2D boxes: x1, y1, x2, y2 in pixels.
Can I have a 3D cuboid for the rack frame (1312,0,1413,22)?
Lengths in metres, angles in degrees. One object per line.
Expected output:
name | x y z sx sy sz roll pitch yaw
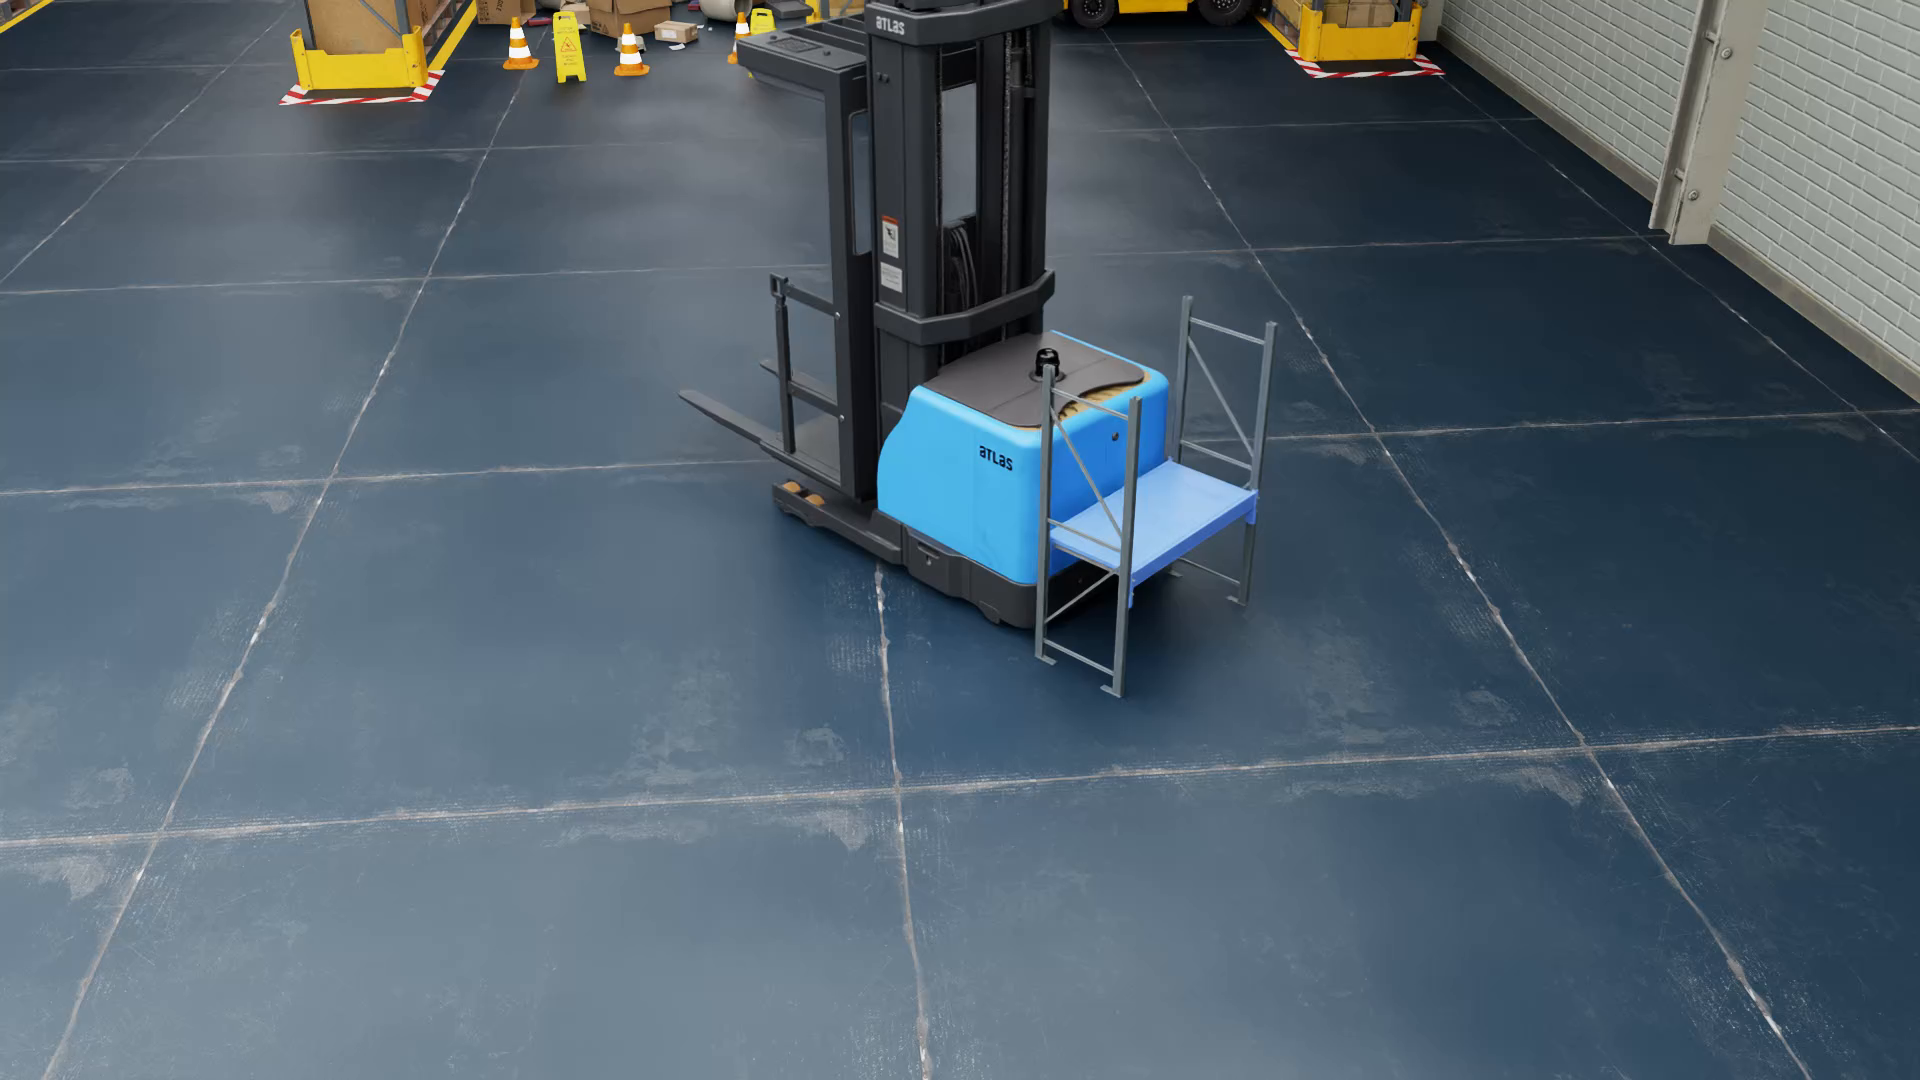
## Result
rack frame | 4.070 -6.272 16.325 1.000 3.000 0.127 -3 31 -5

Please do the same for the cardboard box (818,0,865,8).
cardboard box | -1.206 -5.750 16.993 0.500 0.500 0.500 -3 31 -4

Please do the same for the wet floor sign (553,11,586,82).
wet floor sign | -3.817 -4.813 16.178 0.267 0.644 0.232 -8 32 -13

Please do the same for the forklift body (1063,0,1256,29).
forklift body | 2.076 -6.788 18.017 2.313 2.155 1.214 -3 31 -5

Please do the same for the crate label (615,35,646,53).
crate label | -3.405 -5.132 17.209 0.250 0.136 0.298 -20 36 -30

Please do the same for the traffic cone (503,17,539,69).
traffic cone | -4.426 -4.993 16.658 0.336 0.463 0.334 -3 31 -5

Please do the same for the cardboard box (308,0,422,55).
cardboard box | -5.920 -5.354 16.452 0.875 0.875 0.875 -3 31 -4

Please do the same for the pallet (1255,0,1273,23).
pallet | 3.846 -6.085 18.731 1.003 0.211 1.213 -3 31 -5

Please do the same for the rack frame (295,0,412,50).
rack frame | -5.791 -5.743 15.440 1.000 3.000 0.127 -3 31 -5

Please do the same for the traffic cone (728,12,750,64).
traffic cone | -2.196 -5.101 16.838 0.336 0.463 0.334 -3 31 -5

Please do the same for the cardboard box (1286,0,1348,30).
cardboard box | 3.711 -5.496 17.299 0.500 0.250 0.500 -3 31 -4

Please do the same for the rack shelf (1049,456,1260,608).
rack shelf | 0.889 -0.055 7.730 0.538 0.185 1.000 25 39 35

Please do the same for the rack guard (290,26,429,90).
rack guard | -5.788 -4.658 16.061 1.175 0.500 0.348 -3 31 -5

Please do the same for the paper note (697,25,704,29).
paper note | -2.872 -5.581 18.074 0.148 0.019 0.142 8 32 13

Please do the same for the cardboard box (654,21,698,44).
cardboard box | -3.005 -5.380 17.612 0.380 0.149 0.250 13 33 21

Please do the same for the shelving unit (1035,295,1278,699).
shelving unit | 0.889 -0.209 7.638 0.538 1.500 1.048 25 39 35

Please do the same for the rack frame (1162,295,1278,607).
rack frame | 1.228 -0.403 7.963 0.500 1.500 0.032 25 39 35

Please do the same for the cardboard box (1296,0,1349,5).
cardboard box | 3.713 -5.720 17.185 0.500 0.250 0.500 -3 31 -5

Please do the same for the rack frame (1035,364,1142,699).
rack frame | 0.549 -0.015 7.313 0.500 1.500 0.032 25 39 35

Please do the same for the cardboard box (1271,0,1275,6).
cardboard box | 3.637 -6.007 18.153 0.500 0.250 0.500 -2 31 -4

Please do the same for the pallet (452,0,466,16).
pallet | -6.171 -6.196 18.918 1.003 0.211 1.213 -3 31 -5

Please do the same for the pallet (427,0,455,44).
pallet | -6.054 -5.572 17.873 1.003 0.211 1.213 -3 31 -5

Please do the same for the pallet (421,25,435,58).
pallet | -5.943 -4.951 16.832 1.003 0.211 1.213 -3 31 -5

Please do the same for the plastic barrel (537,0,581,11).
plastic barrel | -4.531 -6.174 18.673 0.512 0.421 0.421 20 36 29

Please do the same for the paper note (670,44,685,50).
paper note | -2.942 -5.145 17.333 0.148 0.019 0.142 -14 33 -22

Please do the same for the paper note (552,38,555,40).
paper note | -4.243 -5.329 17.643 0.144 0.017 0.142 8 32 13

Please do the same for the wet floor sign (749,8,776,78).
wet floor sign | -1.919 -4.873 16.279 0.267 0.644 0.232 8 32 13

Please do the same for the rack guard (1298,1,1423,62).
rack guard | 4.072 -5.186 16.945 1.175 0.500 0.348 -3 31 -5

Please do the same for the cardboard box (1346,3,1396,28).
cardboard box | 4.219 -5.532 17.358 0.500 0.250 0.500 -3 31 -4

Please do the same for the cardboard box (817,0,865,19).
cardboard box | -1.217 -5.444 17.211 0.500 0.250 0.500 -3 31 -5

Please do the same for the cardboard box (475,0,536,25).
cardboard box | -4.998 -5.970 18.255 0.500 0.500 0.500 2 31 4

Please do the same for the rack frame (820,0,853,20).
rack frame | -0.872 -6.032 15.924 1.000 3.000 0.127 -3 31 -5

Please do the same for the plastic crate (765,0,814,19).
plastic crate | -1.915 -5.980 18.684 0.402 0.080 0.583 -14 33 -22

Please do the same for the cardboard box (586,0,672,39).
cardboard box | -3.556 -5.736 17.862 0.637 0.503 0.797 27 40 37

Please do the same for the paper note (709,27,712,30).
paper note | -2.703 -5.536 18.008 0.032 0.001 0.123 -3 31 -5

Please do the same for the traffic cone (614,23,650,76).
traffic cone | -3.270 -4.874 16.458 0.336 0.463 0.334 -3 31 -5

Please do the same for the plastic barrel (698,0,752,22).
plastic barrel | -2.572 -5.908 18.228 0.512 0.421 0.421 20 36 29

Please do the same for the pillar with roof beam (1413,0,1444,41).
pillar with roof beam | 0.616 -9.040 15.109 9.100 9.000 0.400 -3 31 -5

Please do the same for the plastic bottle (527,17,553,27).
plastic bottle | -4.579 -5.673 18.188 0.283 0.061 0.133 -14 33 -22

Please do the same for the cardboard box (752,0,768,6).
cardboard box | -2.500 -6.390 18.958 0.500 0.500 0.500 20 36 29

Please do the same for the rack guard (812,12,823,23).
rack guard | -0.879 -4.998 16.629 1.175 0.500 0.348 -3 31 -5

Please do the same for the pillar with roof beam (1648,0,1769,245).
pillar with roof beam | 1.177 -5.976 9.980 9.100 9.000 0.400 -3 31 -5

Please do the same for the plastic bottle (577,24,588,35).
plastic bottle | -4.109 -5.507 17.911 0.133 0.061 0.283 -14 33 -22

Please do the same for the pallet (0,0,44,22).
pallet | -11.014 -6.061 18.691 1.003 0.211 1.213 -3 31 -5

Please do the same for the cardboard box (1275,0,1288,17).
cardboard box | 3.674 -5.751 17.724 0.500 0.250 0.500 -3 31 -5

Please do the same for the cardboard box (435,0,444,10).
cardboard box | -6.087 -6.269 17.983 0.875 0.875 0.875 -3 31 -4

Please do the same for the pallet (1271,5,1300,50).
pallet | 3.957 -5.463 17.690 1.003 0.211 1.213 -3 31 -5

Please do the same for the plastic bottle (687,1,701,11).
plastic bottle | -2.992 -6.064 18.843 0.133 0.061 0.283 2 31 4

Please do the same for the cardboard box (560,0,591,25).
cardboard box | -4.170 -5.822 18.239 0.396 0.266 0.258 2 31 4

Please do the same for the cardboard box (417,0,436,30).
cardboard box | -6.004 -5.804 17.204 0.875 0.875 0.875 -3 31 -5

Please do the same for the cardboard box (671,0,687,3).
cardboard box | -3.306 -6.382 19.175 0.396 0.266 0.258 27 40 37

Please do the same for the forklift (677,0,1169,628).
forklift | -0.366 -1.497 8.398 1.130 2.935 3.031 -27 40 -37

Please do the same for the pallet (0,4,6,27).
pallet | -10.897 -5.437 17.646 1.003 0.211 1.213 -3 31 -5

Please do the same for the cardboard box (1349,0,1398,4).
cardboard box | 4.233 -5.736 17.213 0.500 0.250 0.500 -2 31 -4
